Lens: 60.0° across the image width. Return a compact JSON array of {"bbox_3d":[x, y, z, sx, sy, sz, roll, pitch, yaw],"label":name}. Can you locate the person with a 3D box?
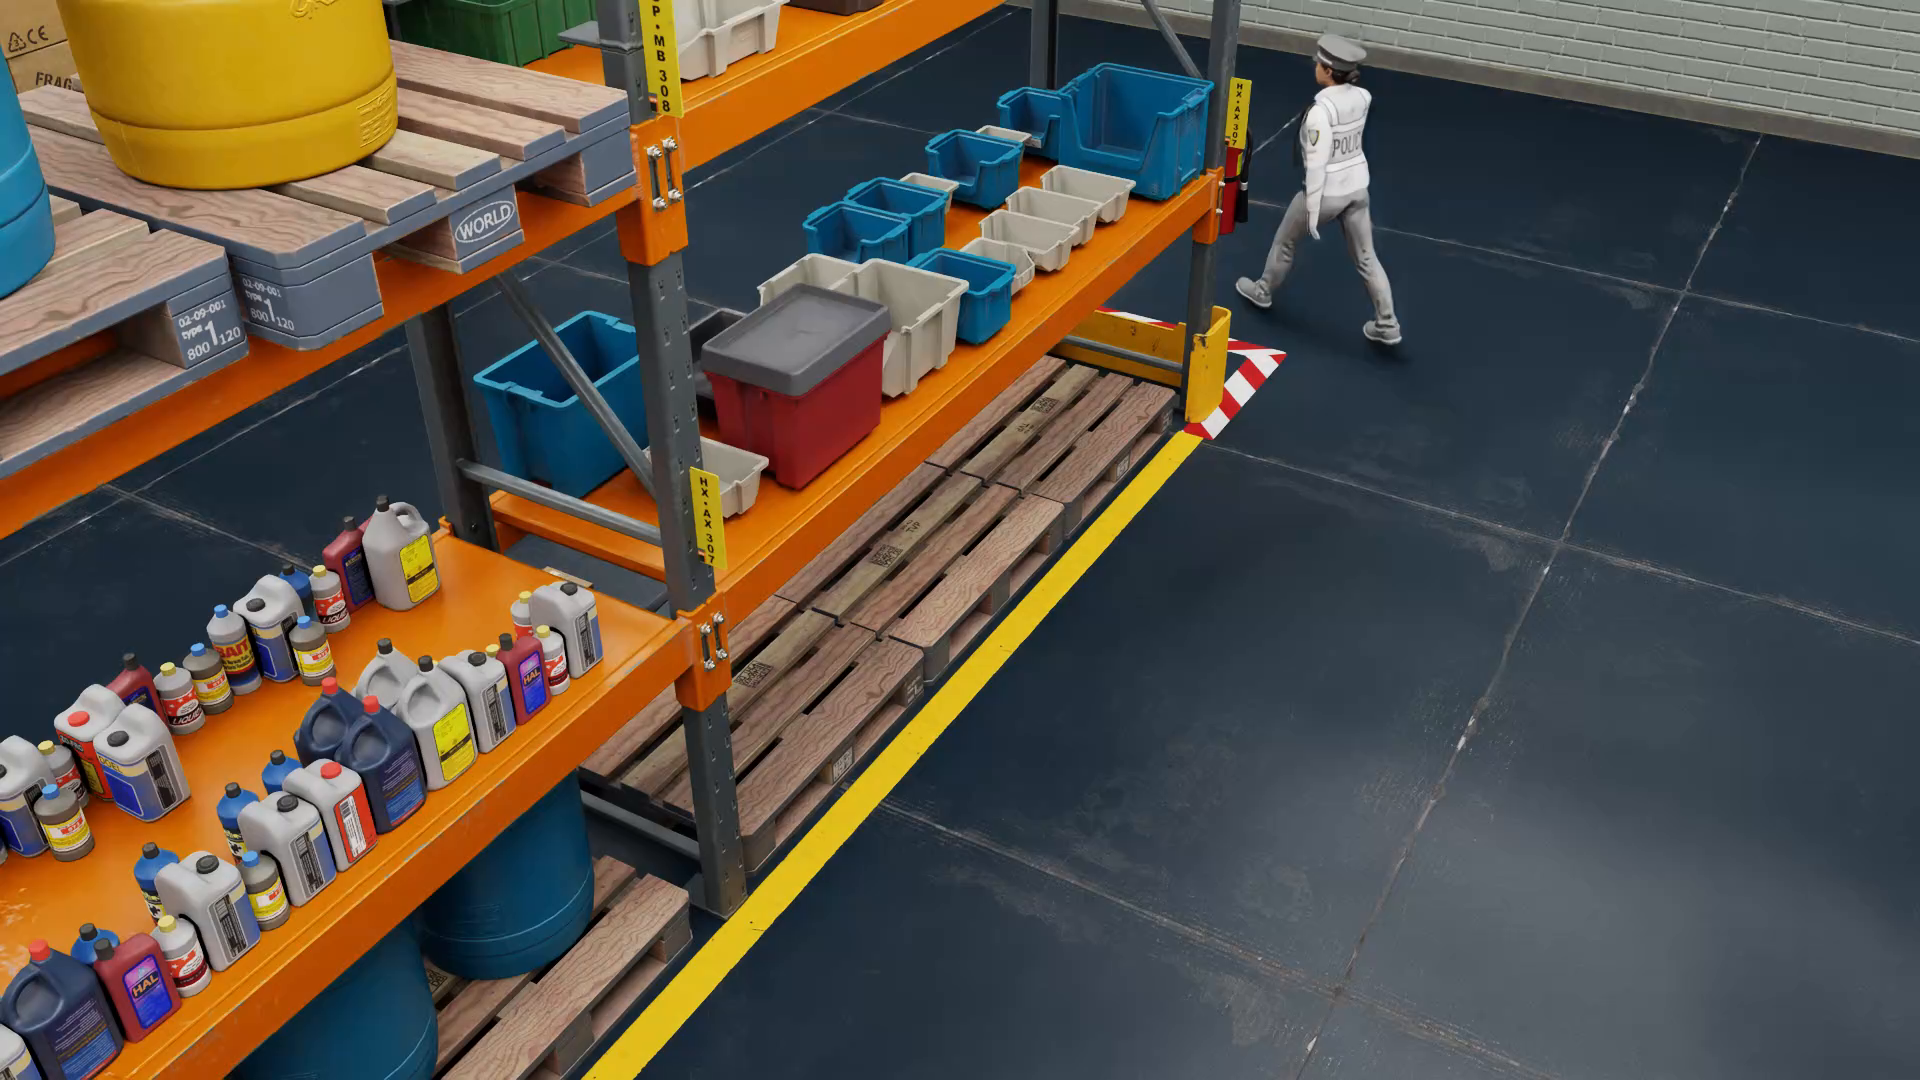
[{"bbox_3d":[1.977,-1.886,8.900,0.526,1.596,1.103,-21,39,-27],"label":"person"}]
